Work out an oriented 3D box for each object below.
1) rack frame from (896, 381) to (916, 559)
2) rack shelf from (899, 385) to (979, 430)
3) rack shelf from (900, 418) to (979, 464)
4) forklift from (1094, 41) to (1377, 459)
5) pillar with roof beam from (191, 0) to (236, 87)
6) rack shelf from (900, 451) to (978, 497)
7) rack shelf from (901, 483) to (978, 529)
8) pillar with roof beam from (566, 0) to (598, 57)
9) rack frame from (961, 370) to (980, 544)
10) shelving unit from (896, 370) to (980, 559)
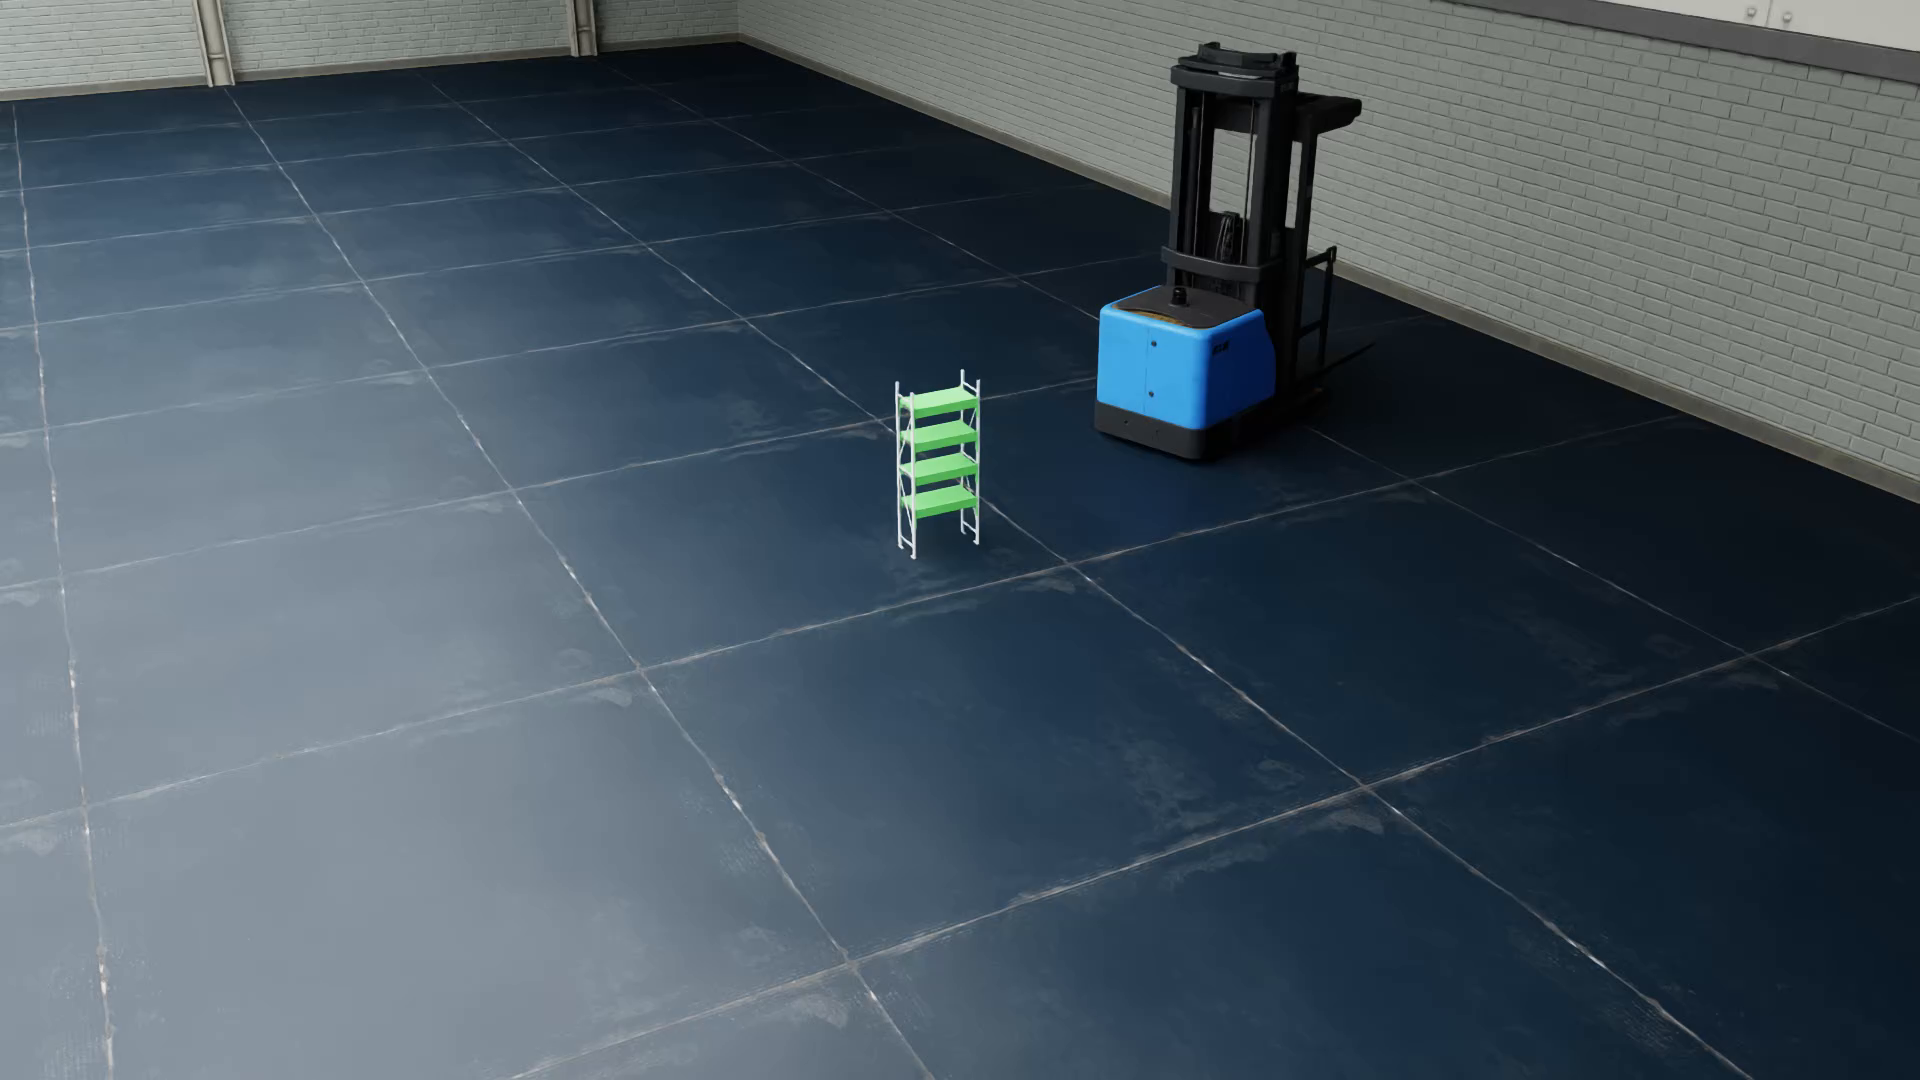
[{"bbox_3d":[-0.361,-0.457,11.119,0.015,1.200,0.240,-13,29,-25],"label":"rack frame"},{"bbox_3d":[-0.146,-0.882,11.042,0.480,0.148,0.258,-13,29,-25],"label":"rack shelf"},{"bbox_3d":[-0.146,-0.666,11.146,0.480,0.148,0.258,-13,29,-25],"label":"rack shelf"},{"bbox_3d":[2.426,-2.491,13.353,1.130,2.935,3.031,21,33,37],"label":"forklift"},{"bbox_3d":[-9.918,-9.778,21.521,0.400,9.000,9.100,-13,29,-25],"label":"pillar with roof beam"},{"bbox_3d":[-0.146,-0.450,11.250,0.480,0.148,0.258,-13,29,-25],"label":"rack shelf"},{"bbox_3d":[-0.146,-0.233,11.354,0.480,0.148,0.258,-13,29,-25],"label":"rack shelf"},{"bbox_3d":[-4.624,-11.000,24.067,0.400,9.000,9.100,-13,29,-25],"label":"pillar with roof beam"},{"bbox_3d":[0.069,-0.557,11.326,0.015,1.200,0.240,-13,29,-25],"label":"rack frame"},{"bbox_3d":[-0.146,-0.507,11.222,0.503,1.200,0.258,-13,29,-25],"label":"shelving unit"}]
